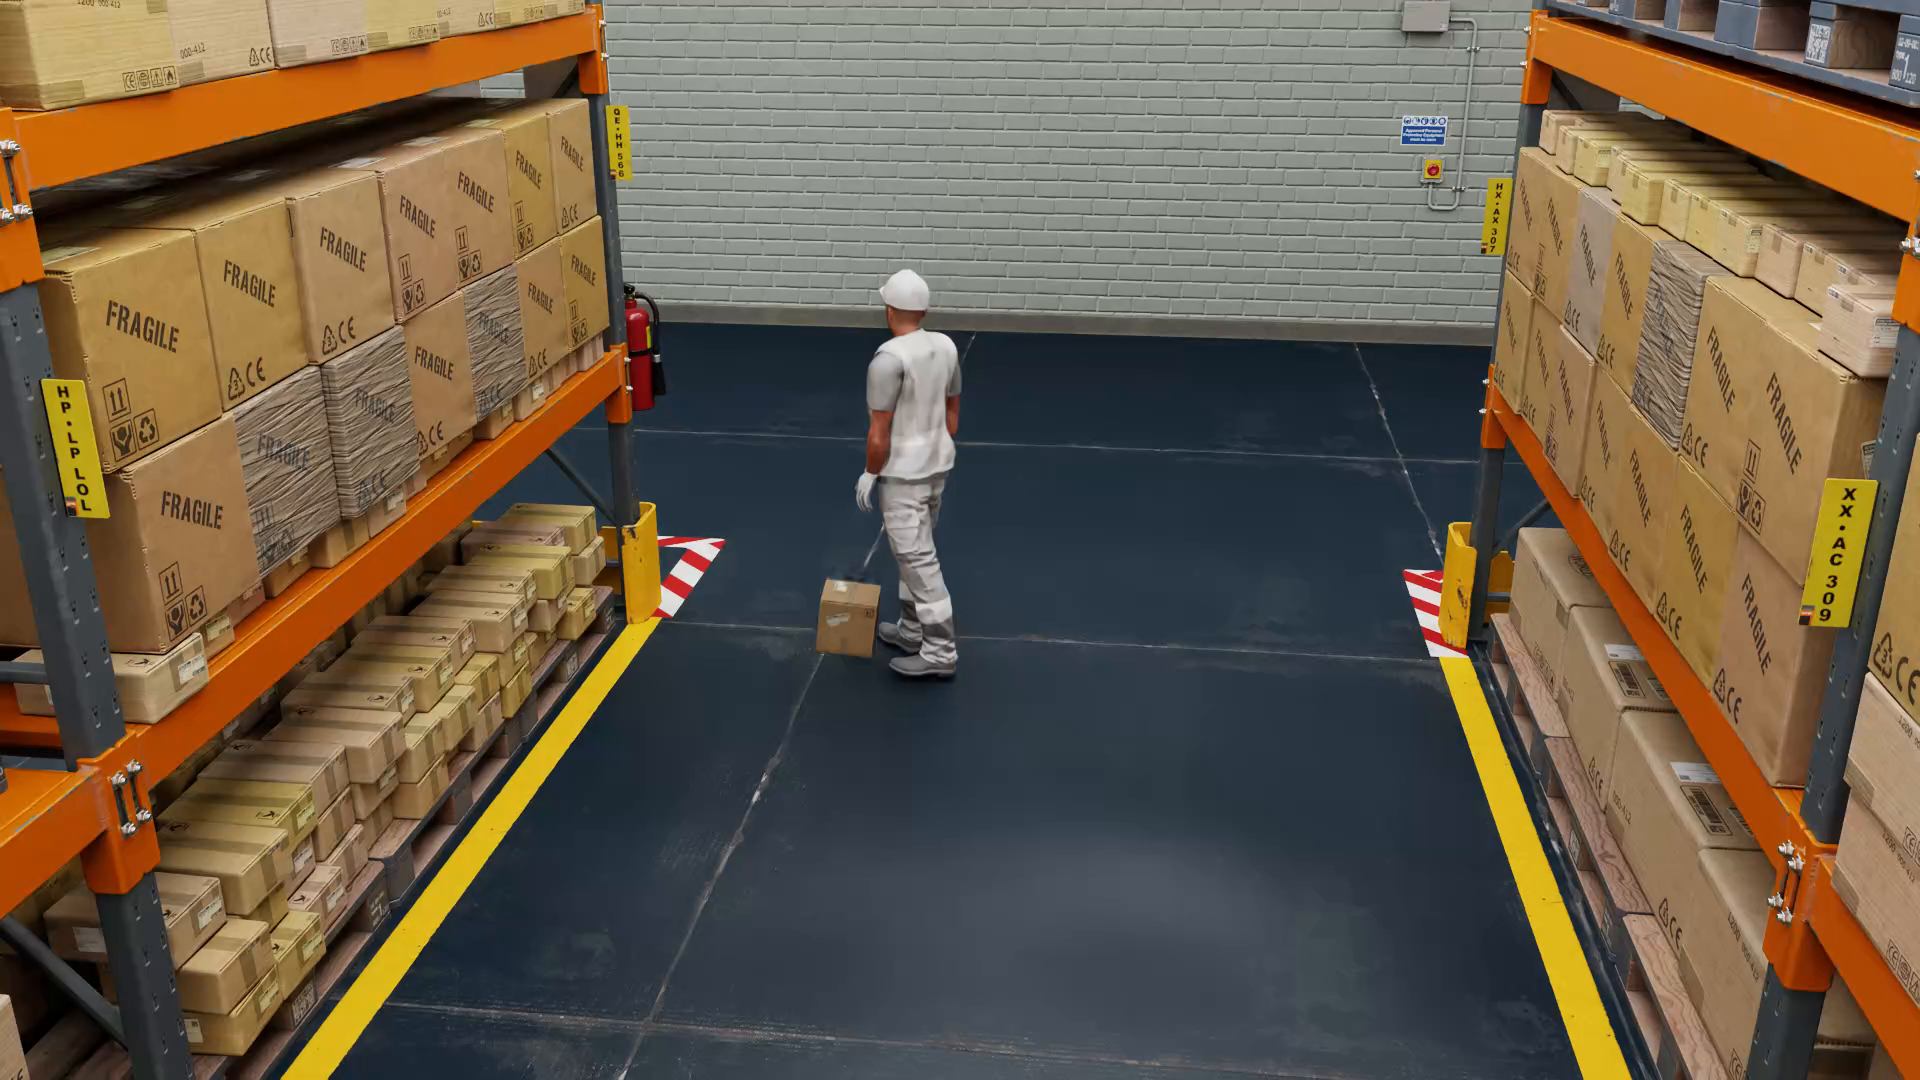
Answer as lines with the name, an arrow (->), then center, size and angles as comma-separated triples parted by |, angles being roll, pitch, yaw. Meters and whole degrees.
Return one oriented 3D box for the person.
person -> -0.218, -0.289, 7.306 | 0.581, 1.786, 0.540 | 14, 25, 32
